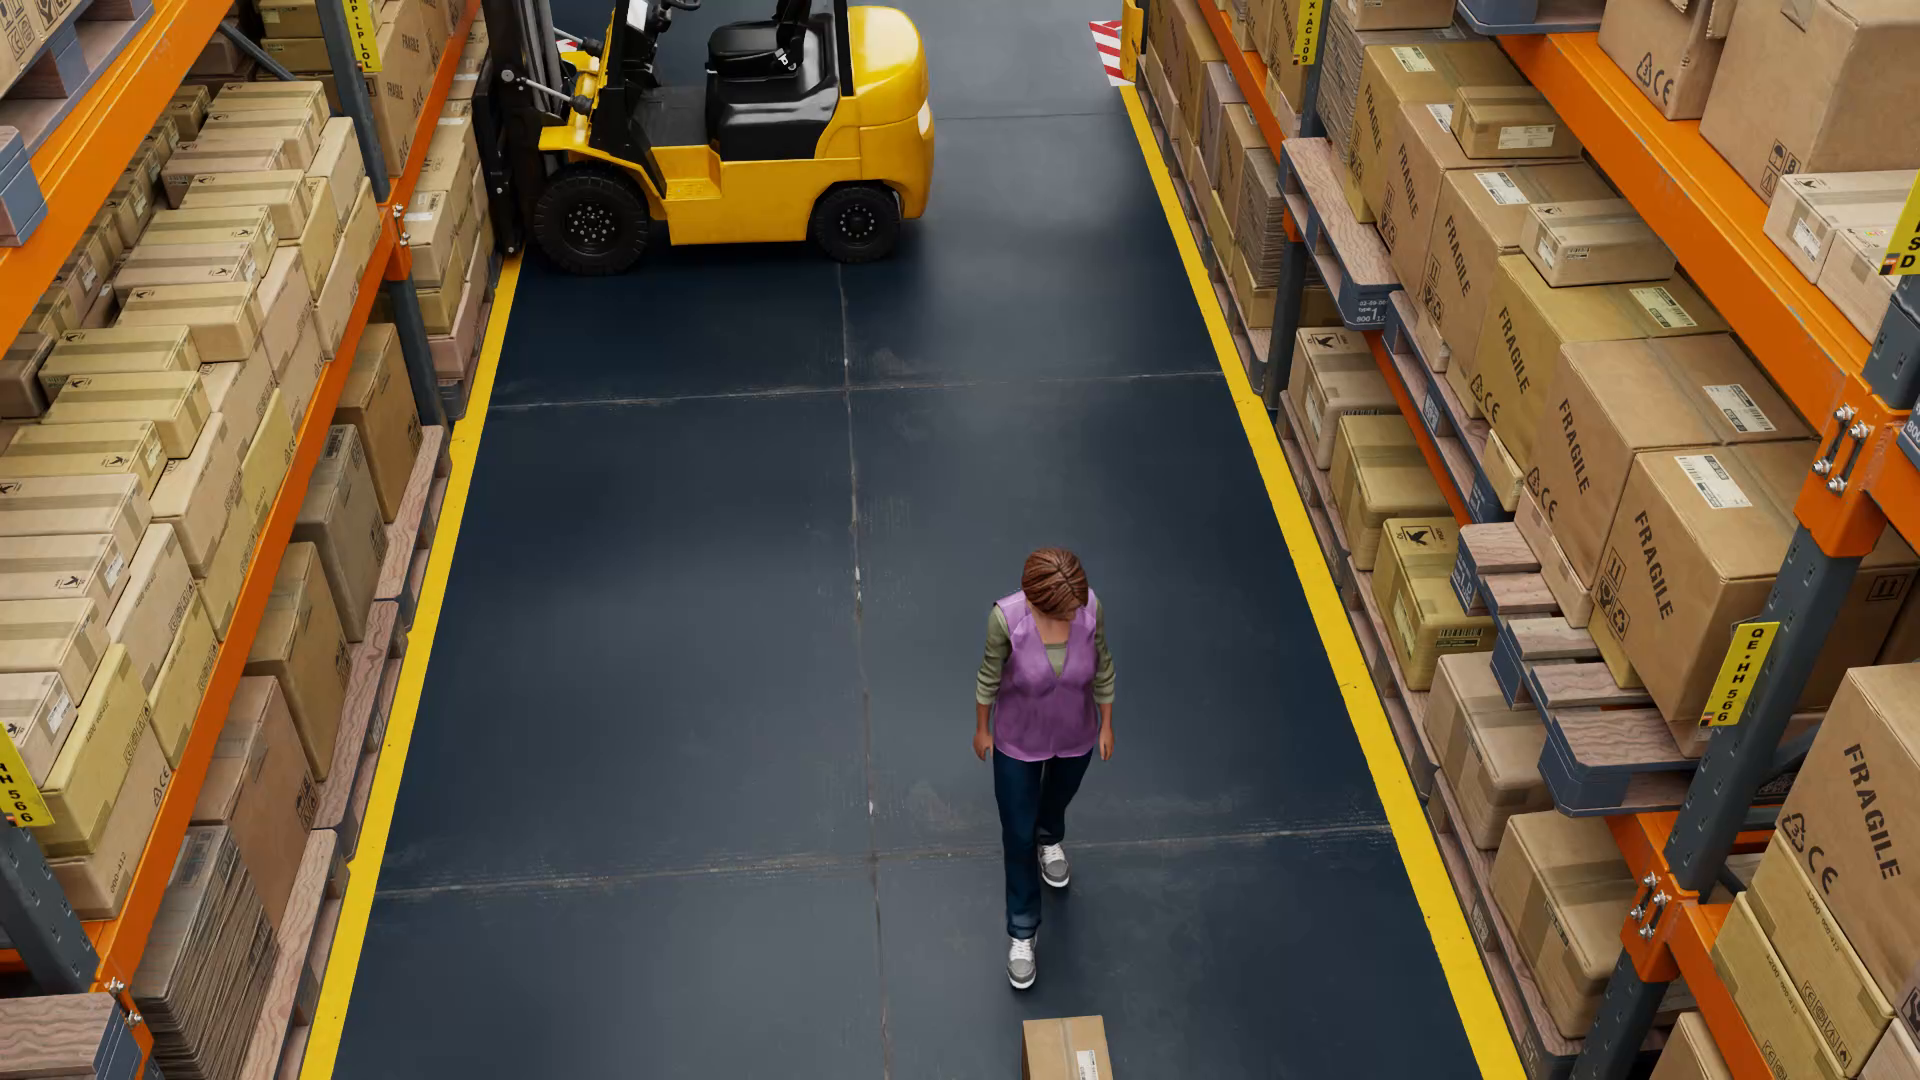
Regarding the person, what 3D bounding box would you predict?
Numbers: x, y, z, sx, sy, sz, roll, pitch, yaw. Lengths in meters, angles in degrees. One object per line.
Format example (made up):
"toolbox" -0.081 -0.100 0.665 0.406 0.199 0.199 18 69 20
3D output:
"person" 0.293 0.740 5.359 0.457 1.436 0.689 -8 40 -10
